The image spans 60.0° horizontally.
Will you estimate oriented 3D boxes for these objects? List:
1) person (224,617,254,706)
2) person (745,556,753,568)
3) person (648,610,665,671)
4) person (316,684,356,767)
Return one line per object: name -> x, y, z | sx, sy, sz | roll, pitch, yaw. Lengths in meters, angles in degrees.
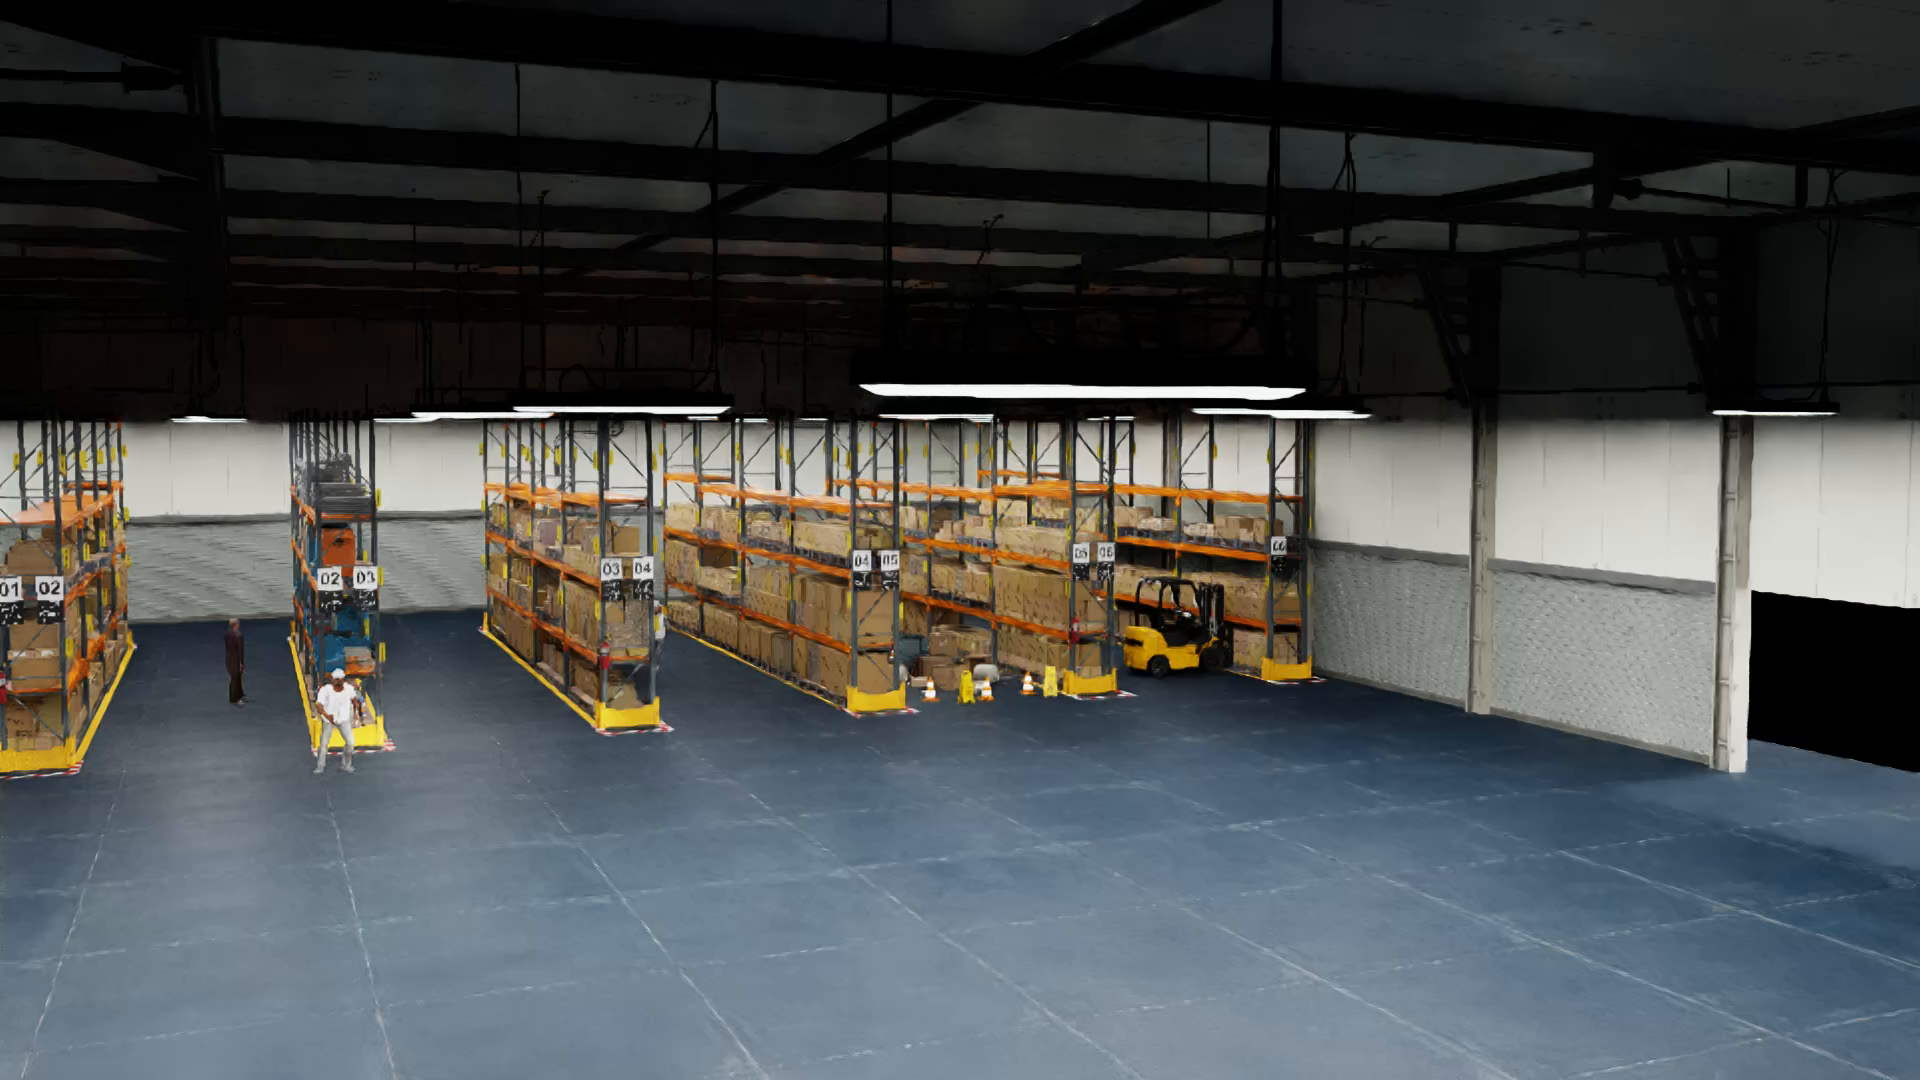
person -> -14.664, 2.454, 33.806 | 0.673, 1.783, 0.596 | 4, 5, 42
person -> -6.449, 1.322, 51.109 | 0.590, 1.658, 0.685 | 2, 5, 29
person -> -7.002, 2.283, 38.099 | 0.446, 1.410, 0.749 | -2, 5, -28
person -> -10.247, 3.051, 27.352 | 0.671, 1.390, 0.505 | -3, 5, -35
